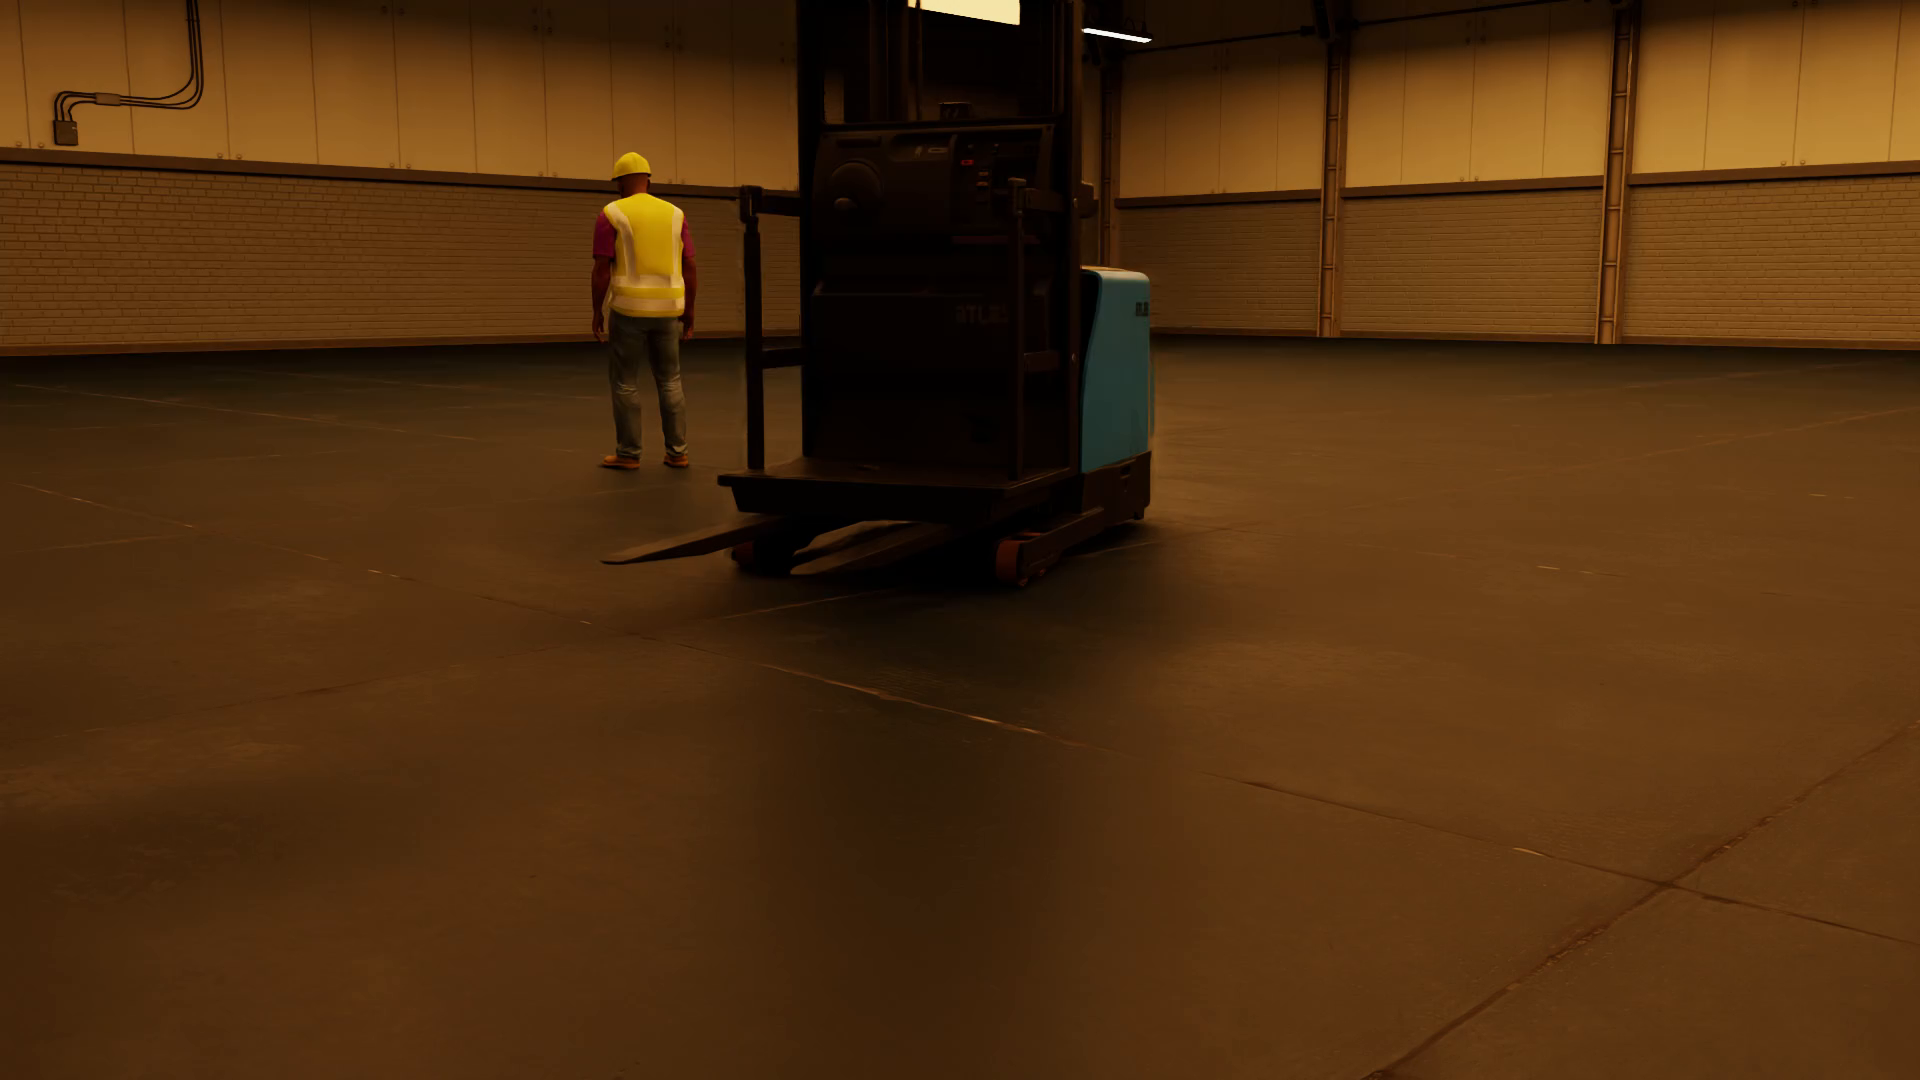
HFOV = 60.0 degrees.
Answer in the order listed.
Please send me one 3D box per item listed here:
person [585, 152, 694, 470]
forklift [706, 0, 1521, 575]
[{"bbox_3d":[-1.801,-1.287,9.364,0.637,1.761,0.456,-6,10,-33],"label":"person"},{"bbox_3d":[0.565,-1.416,6.275,3.031,2.935,1.130,3,9,22],"label":"forklift"}]
